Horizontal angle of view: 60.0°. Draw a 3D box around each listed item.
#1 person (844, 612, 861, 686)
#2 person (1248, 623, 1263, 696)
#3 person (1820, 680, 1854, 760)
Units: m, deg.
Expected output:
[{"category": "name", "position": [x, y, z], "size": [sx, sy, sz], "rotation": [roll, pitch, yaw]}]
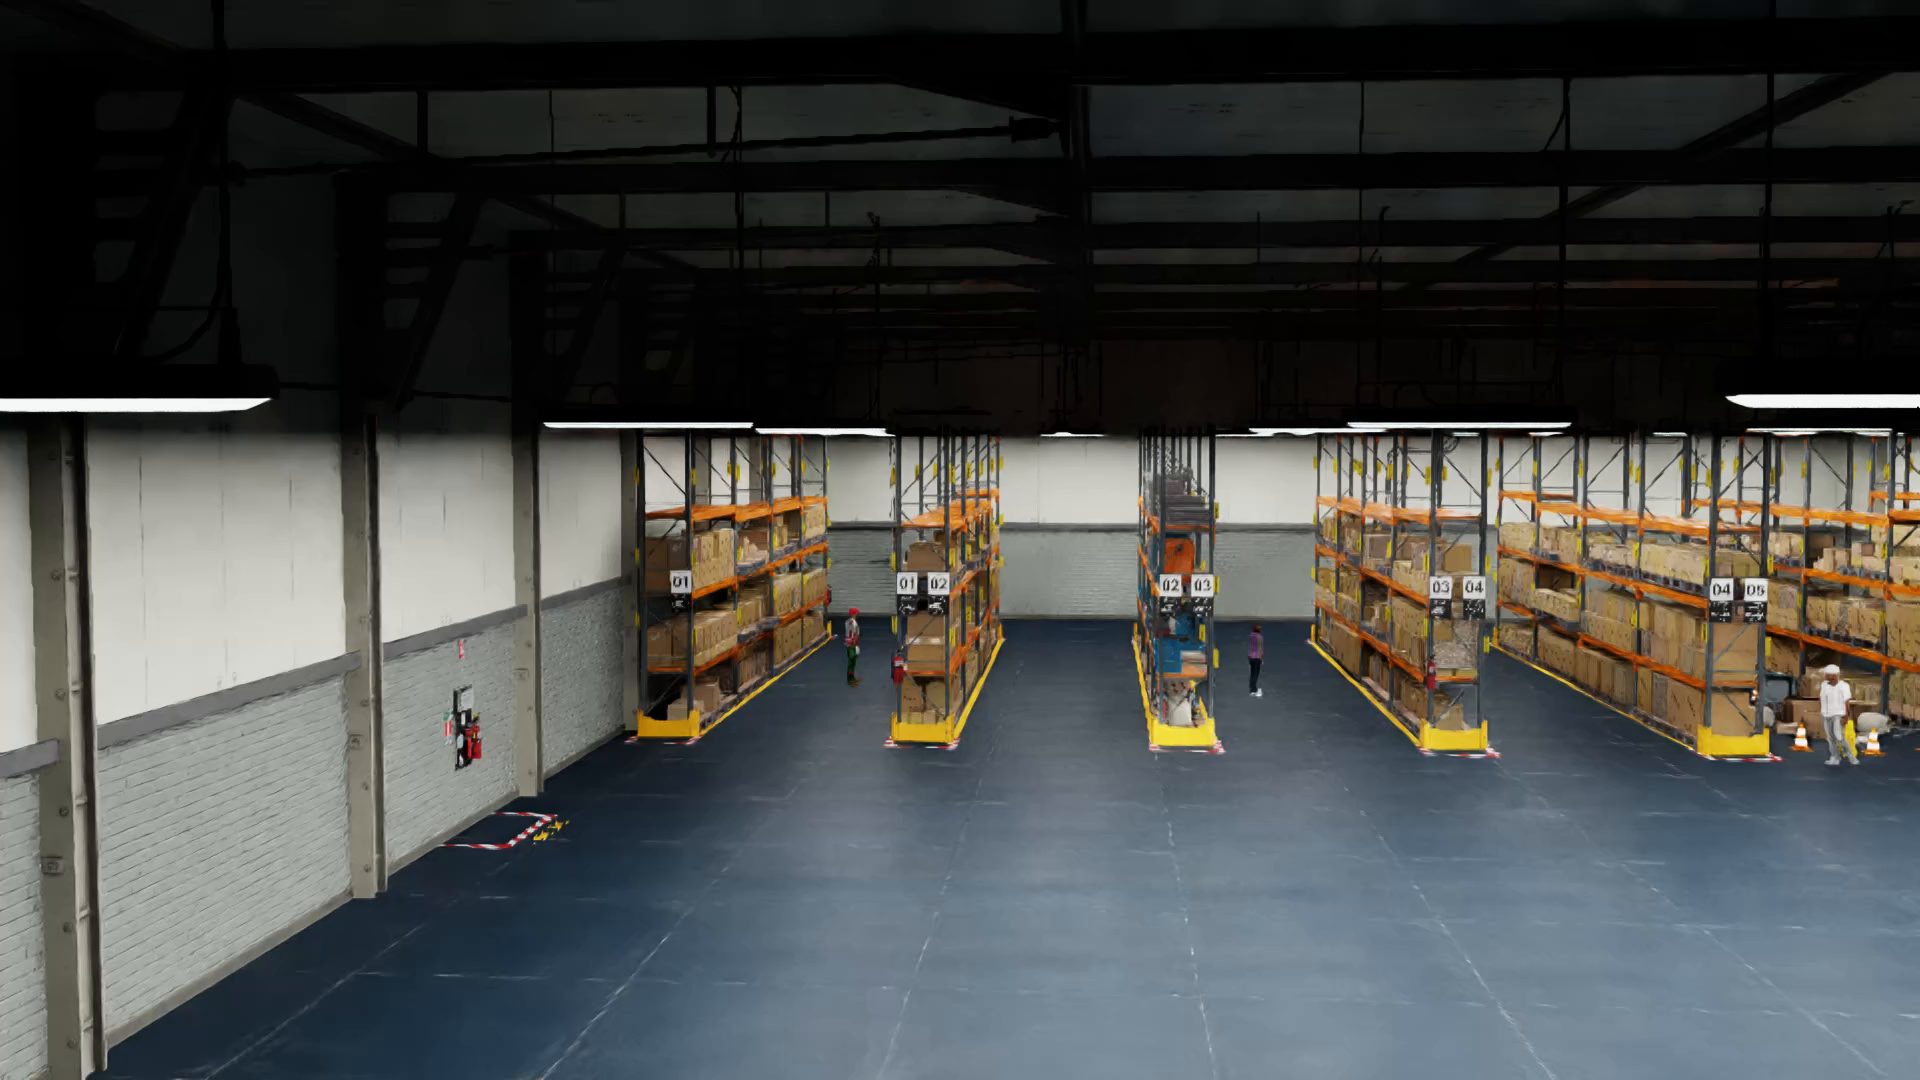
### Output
[{"category": "person", "position": [-2.451, 2.479, 38.640], "size": [0.466, 1.749, 0.588], "rotation": [-2, 4, -23]}, {"category": "person", "position": [6.626, 2.651, 37.093], "size": [0.419, 1.603, 0.503], "rotation": [-1, 4, -21]}, {"category": "person", "position": [15.329, 3.152, 29.142], "size": [0.433, 1.448, 0.591], "rotation": [-2, 4, -25]}]
